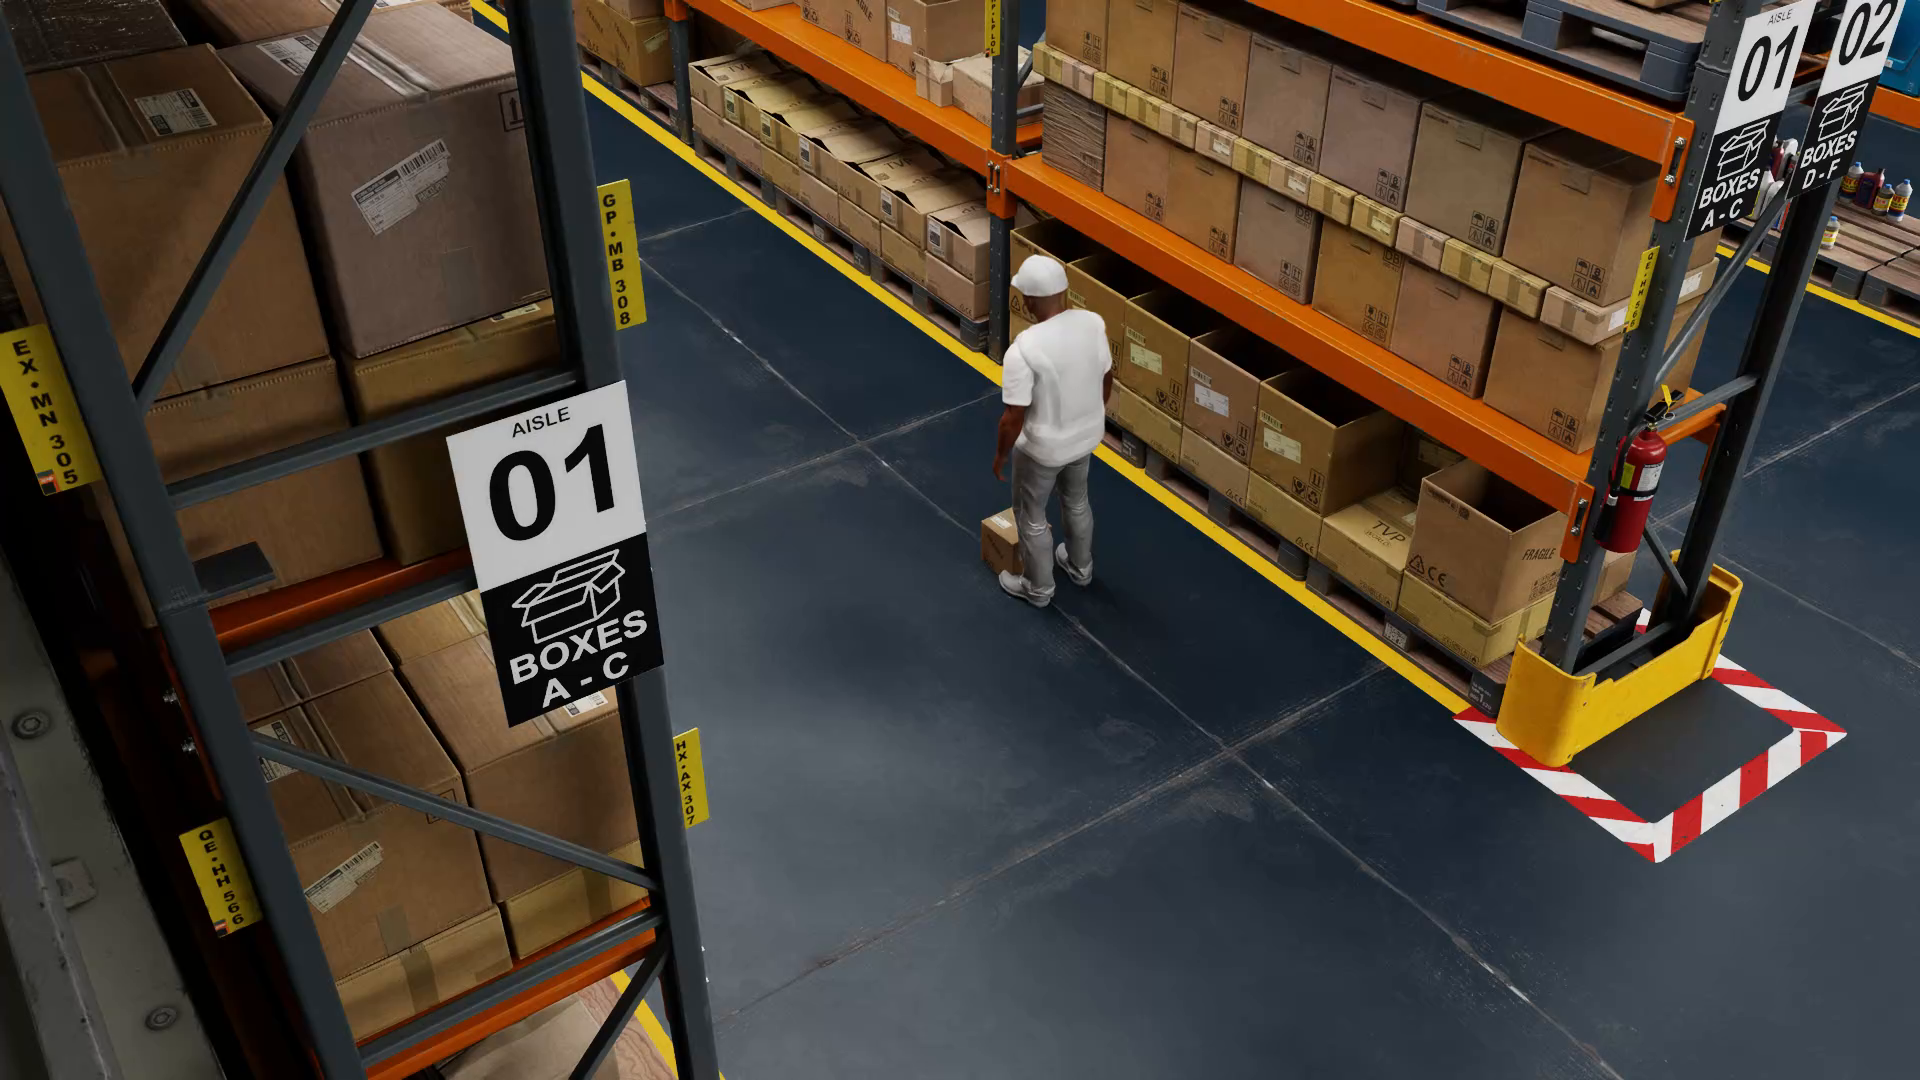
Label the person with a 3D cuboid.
[{"bbox_3d":[0.415,-0.487,7.654,0.633,1.760,0.463,-23,42,-28],"label":"person"}]
